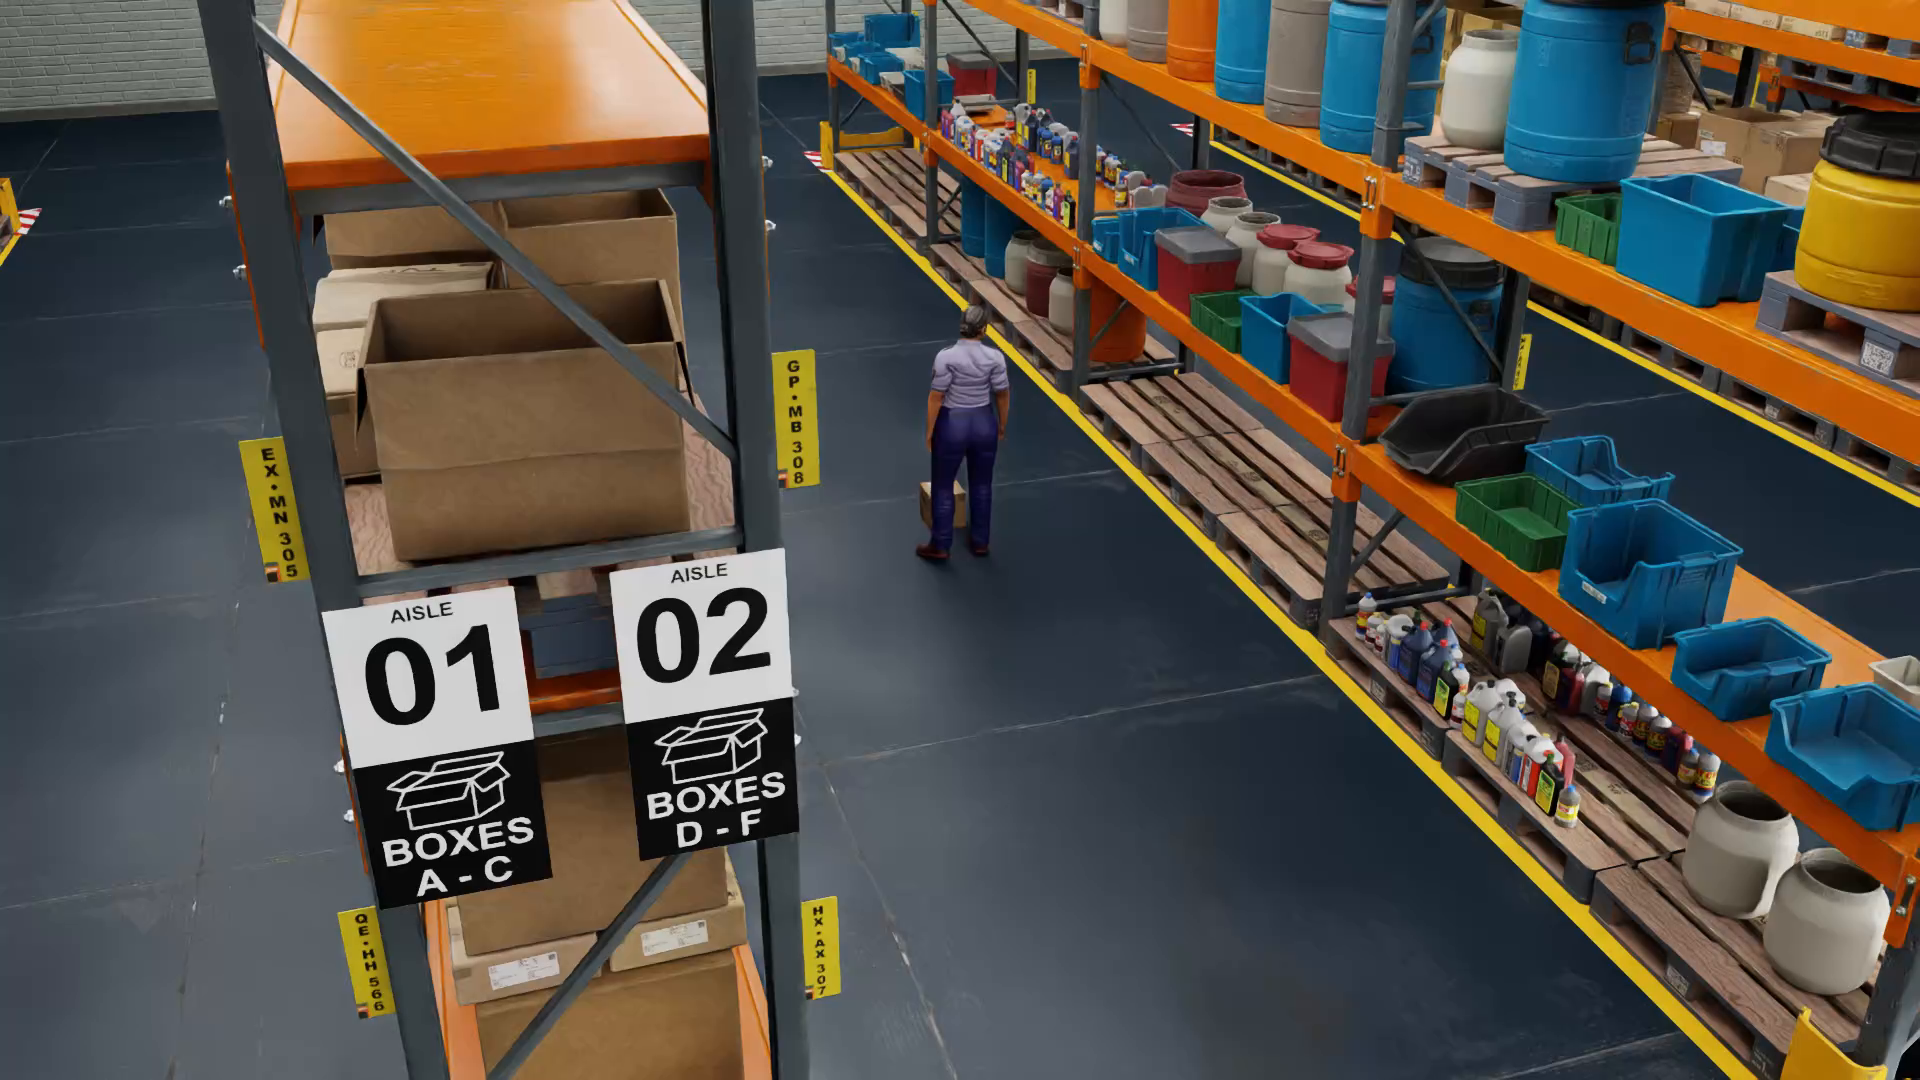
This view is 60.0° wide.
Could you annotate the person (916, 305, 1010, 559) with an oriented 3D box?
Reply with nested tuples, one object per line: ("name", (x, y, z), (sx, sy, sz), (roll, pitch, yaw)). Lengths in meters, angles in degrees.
("person", (0.018, -0.668, 10.444), (0.588, 1.664, 0.351), (-8, 28, -16))
